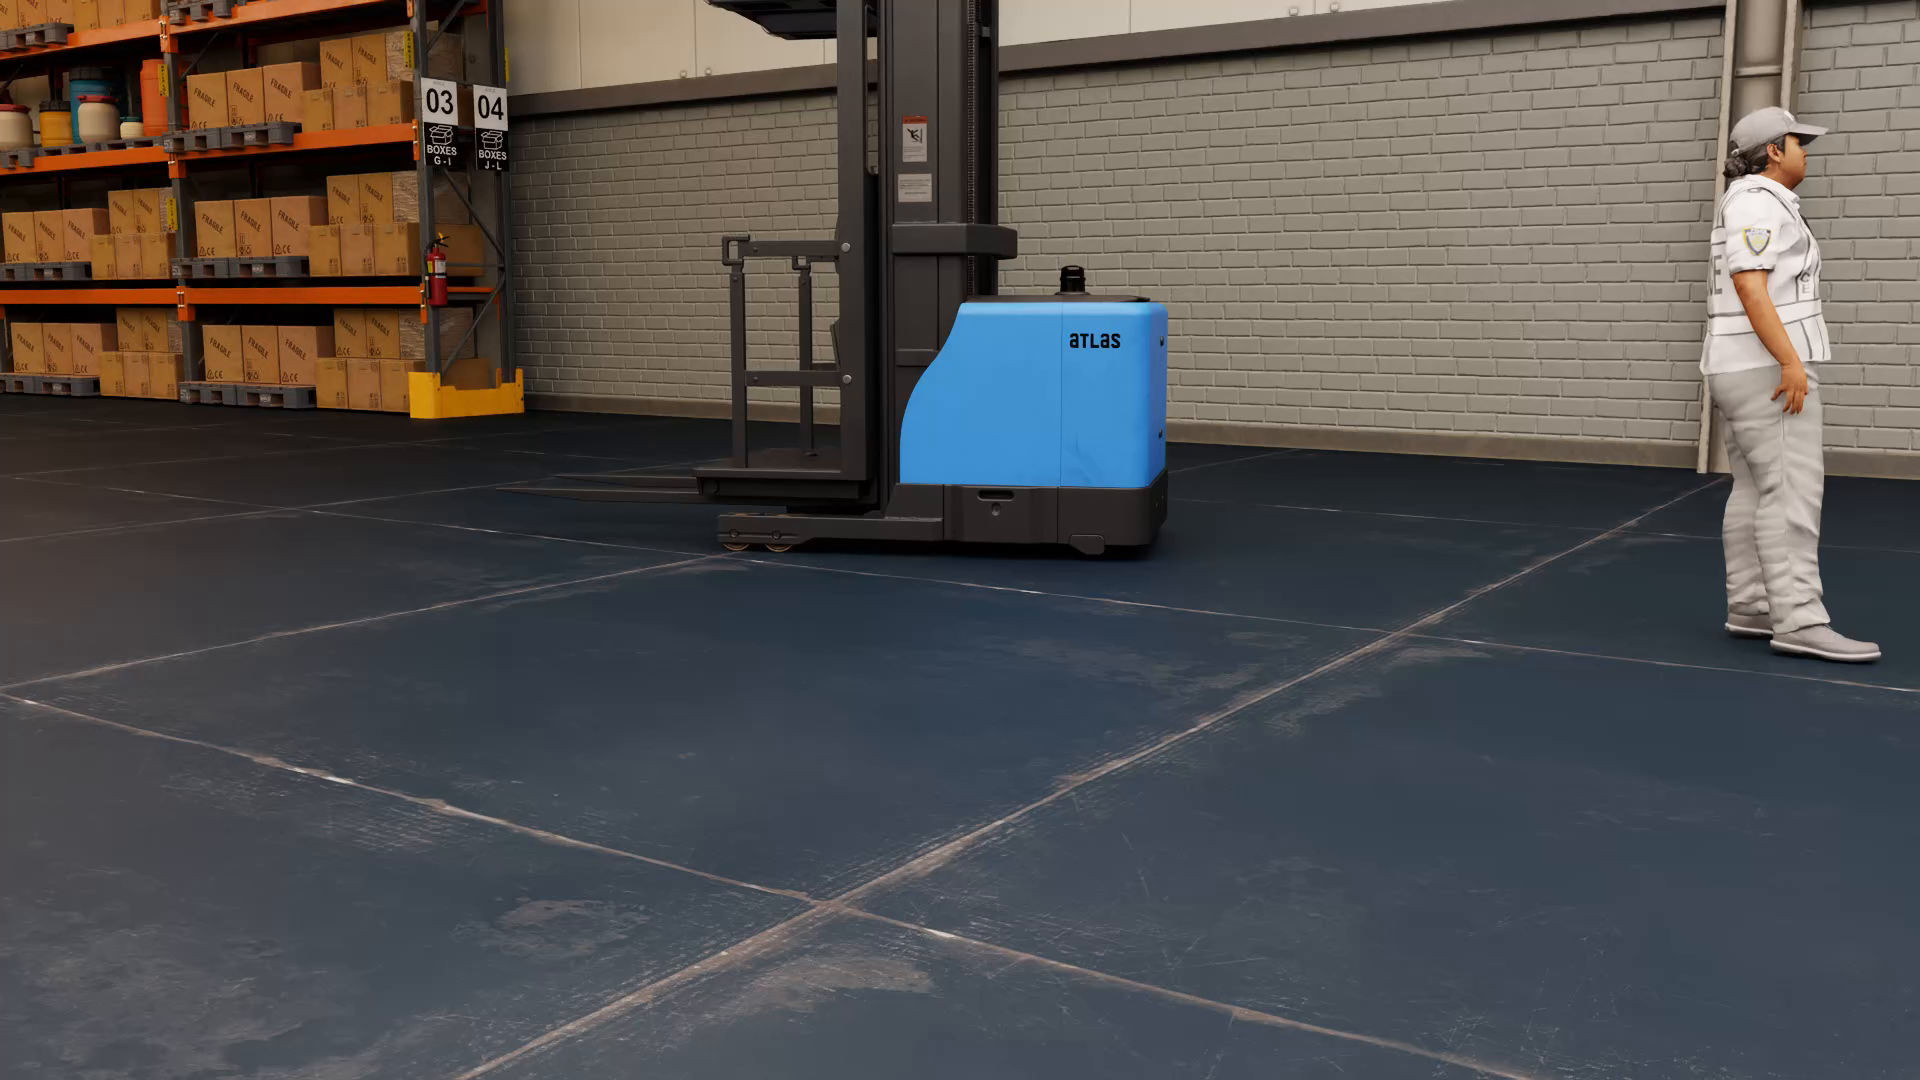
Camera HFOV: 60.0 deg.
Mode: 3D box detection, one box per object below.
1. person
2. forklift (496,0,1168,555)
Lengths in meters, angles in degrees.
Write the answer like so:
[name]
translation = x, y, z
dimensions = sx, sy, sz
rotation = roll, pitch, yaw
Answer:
[person]
translation = 2.603, -0.506, 5.196
dimensions = 0.529, 1.670, 0.598
rotation = 3, 9, 20
[forklift]
translation = -0.596, -1.469, 7.520
dimensions = 3.031, 2.935, 1.130
rotation = 2, 8, 12
